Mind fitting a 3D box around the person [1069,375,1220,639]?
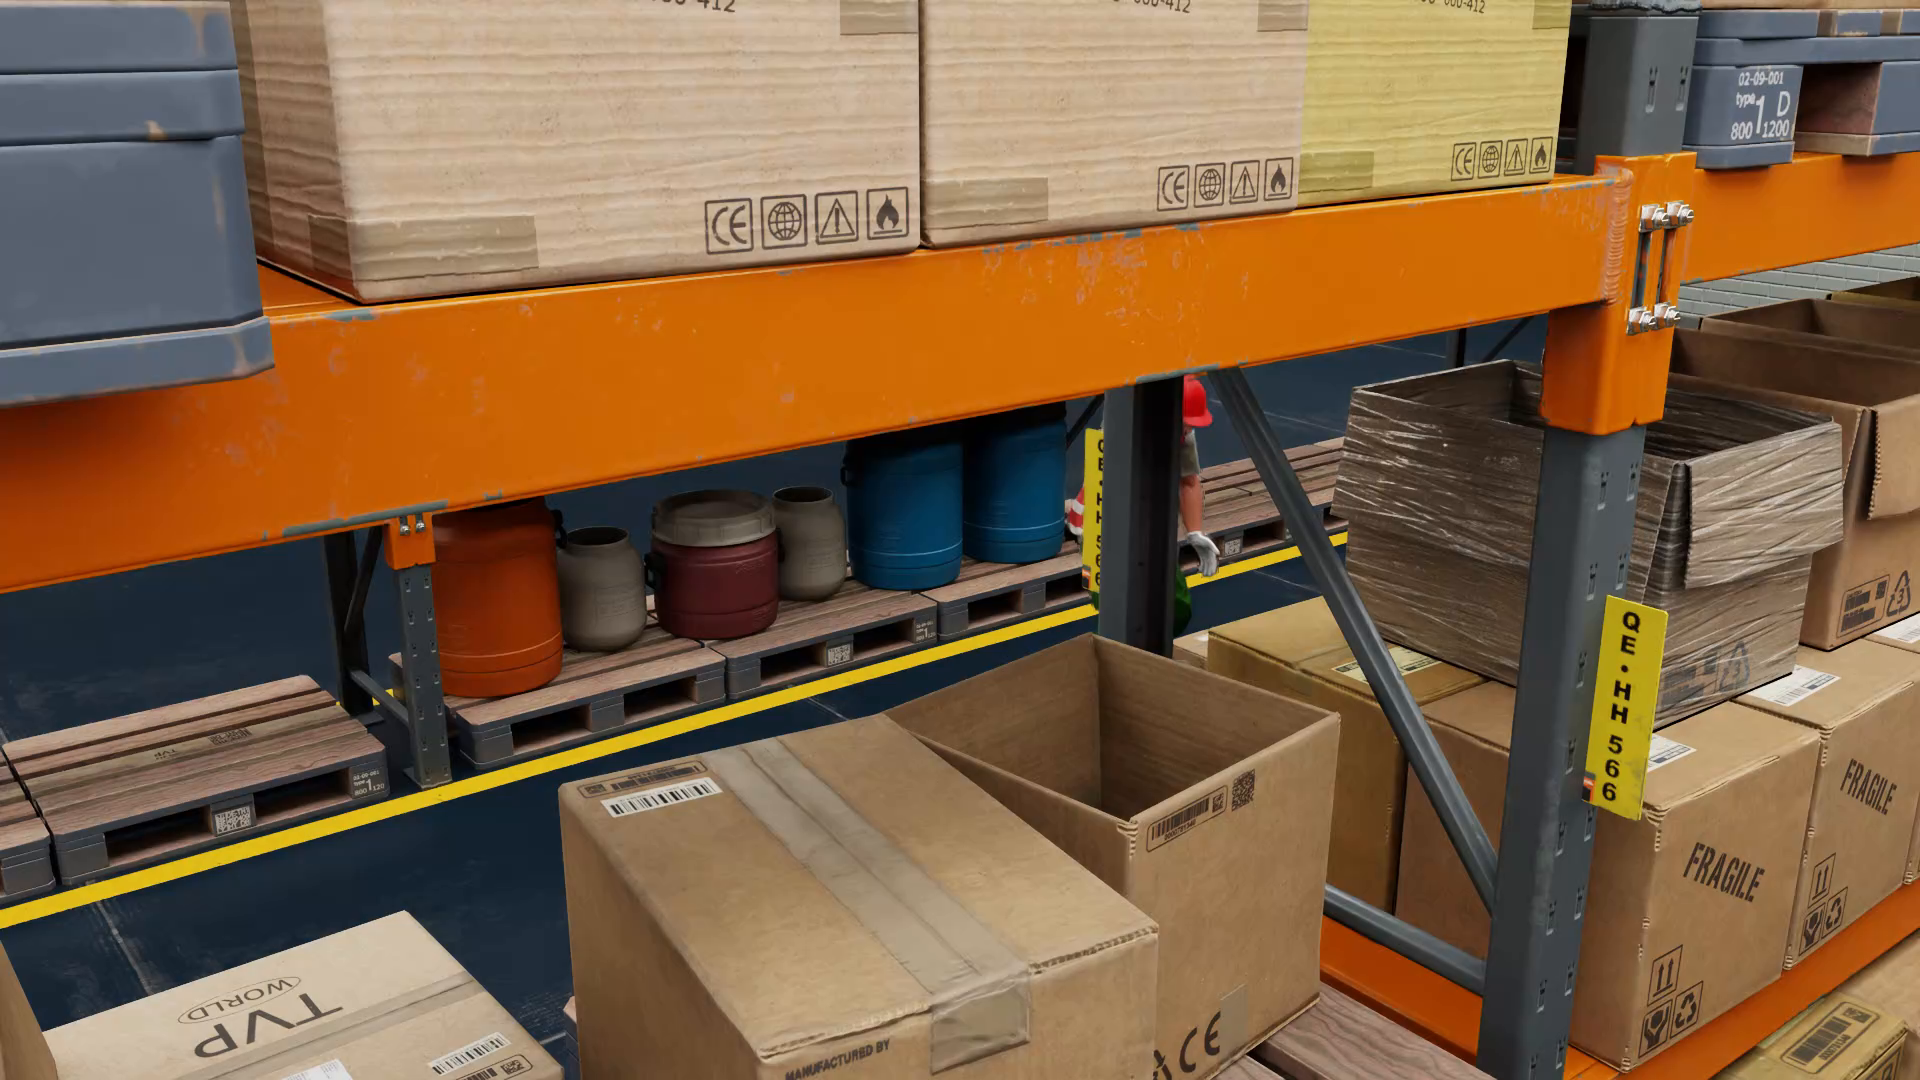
[{"bbox_3d":[0.815,0.009,7.332,0.575,1.580,0.647,-13,22,-36],"label":"person"}]
